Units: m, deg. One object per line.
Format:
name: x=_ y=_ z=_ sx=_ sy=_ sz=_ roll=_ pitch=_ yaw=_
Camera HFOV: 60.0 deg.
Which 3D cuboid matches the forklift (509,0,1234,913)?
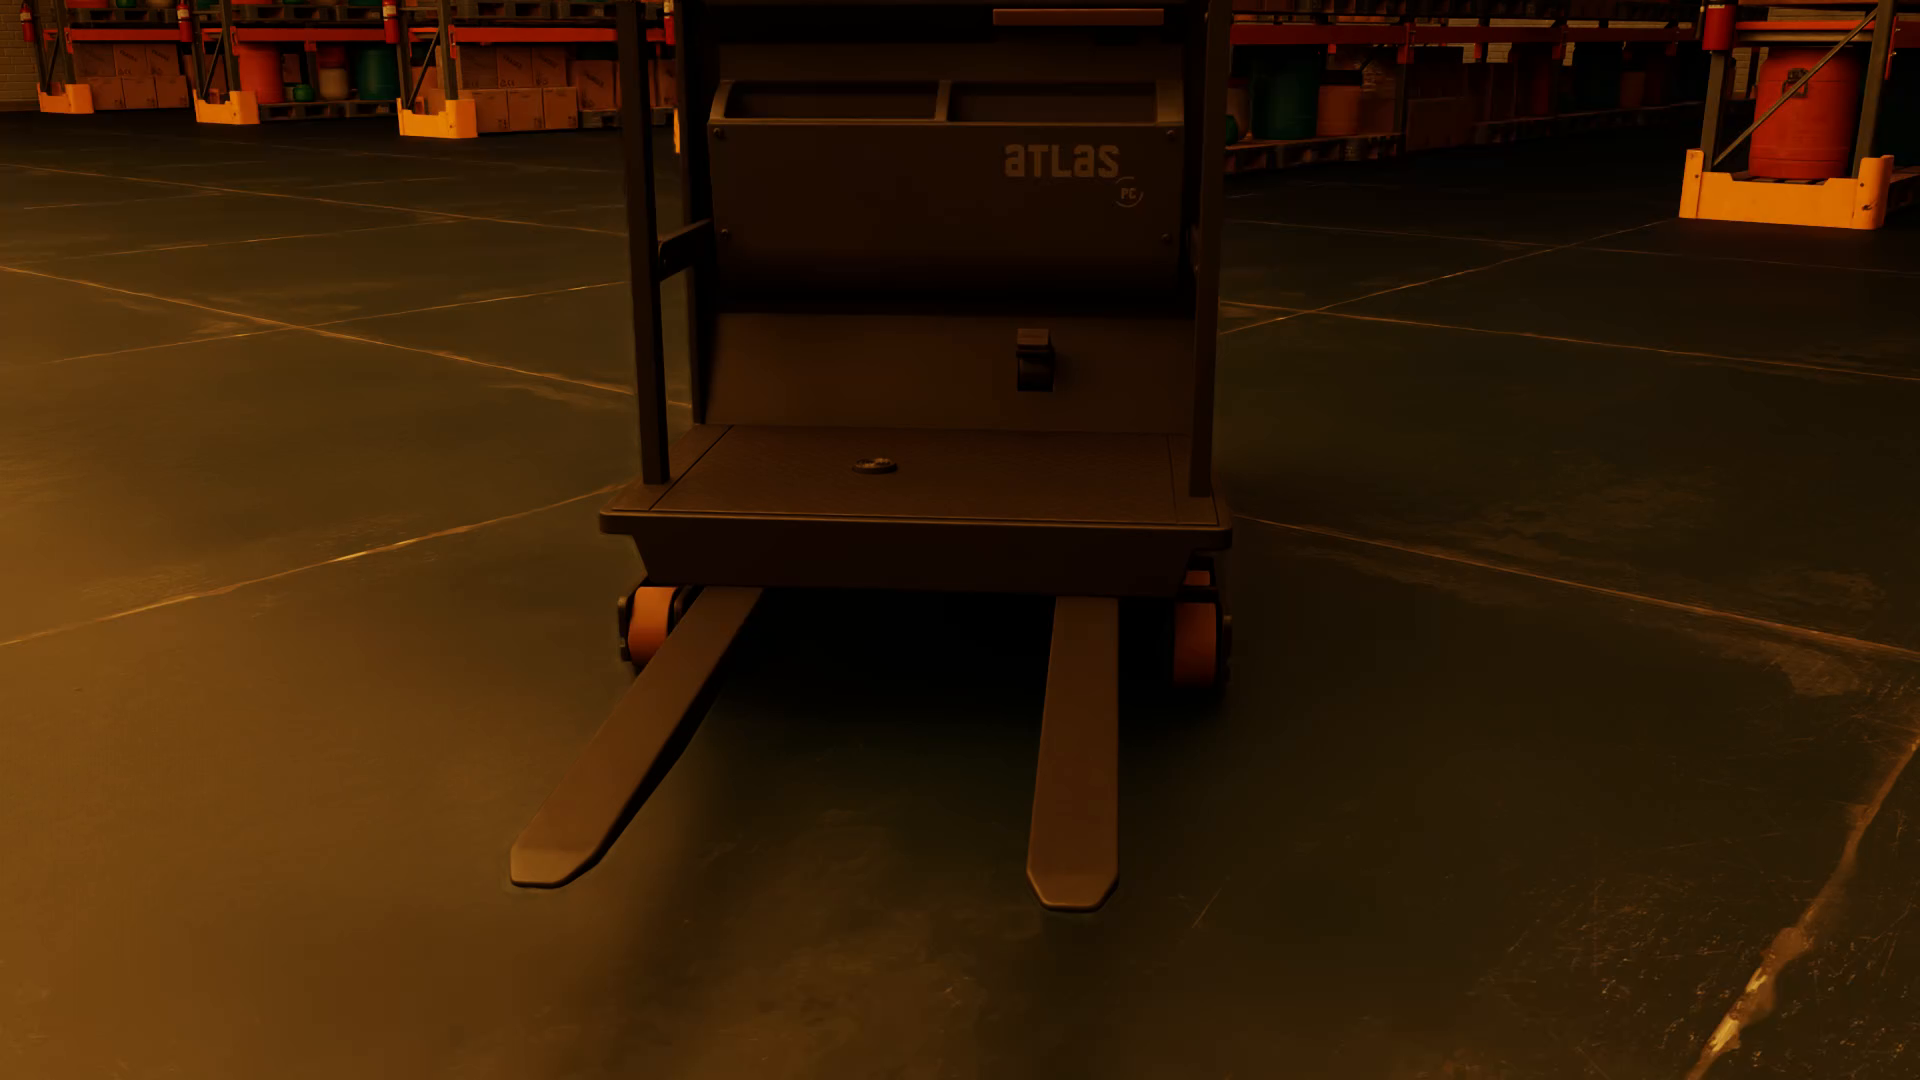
forklift: x=-0.043 y=-1.229 z=2.946 sx=1.130 sy=2.935 sz=3.031 roll=2 pitch=17 yaw=5
